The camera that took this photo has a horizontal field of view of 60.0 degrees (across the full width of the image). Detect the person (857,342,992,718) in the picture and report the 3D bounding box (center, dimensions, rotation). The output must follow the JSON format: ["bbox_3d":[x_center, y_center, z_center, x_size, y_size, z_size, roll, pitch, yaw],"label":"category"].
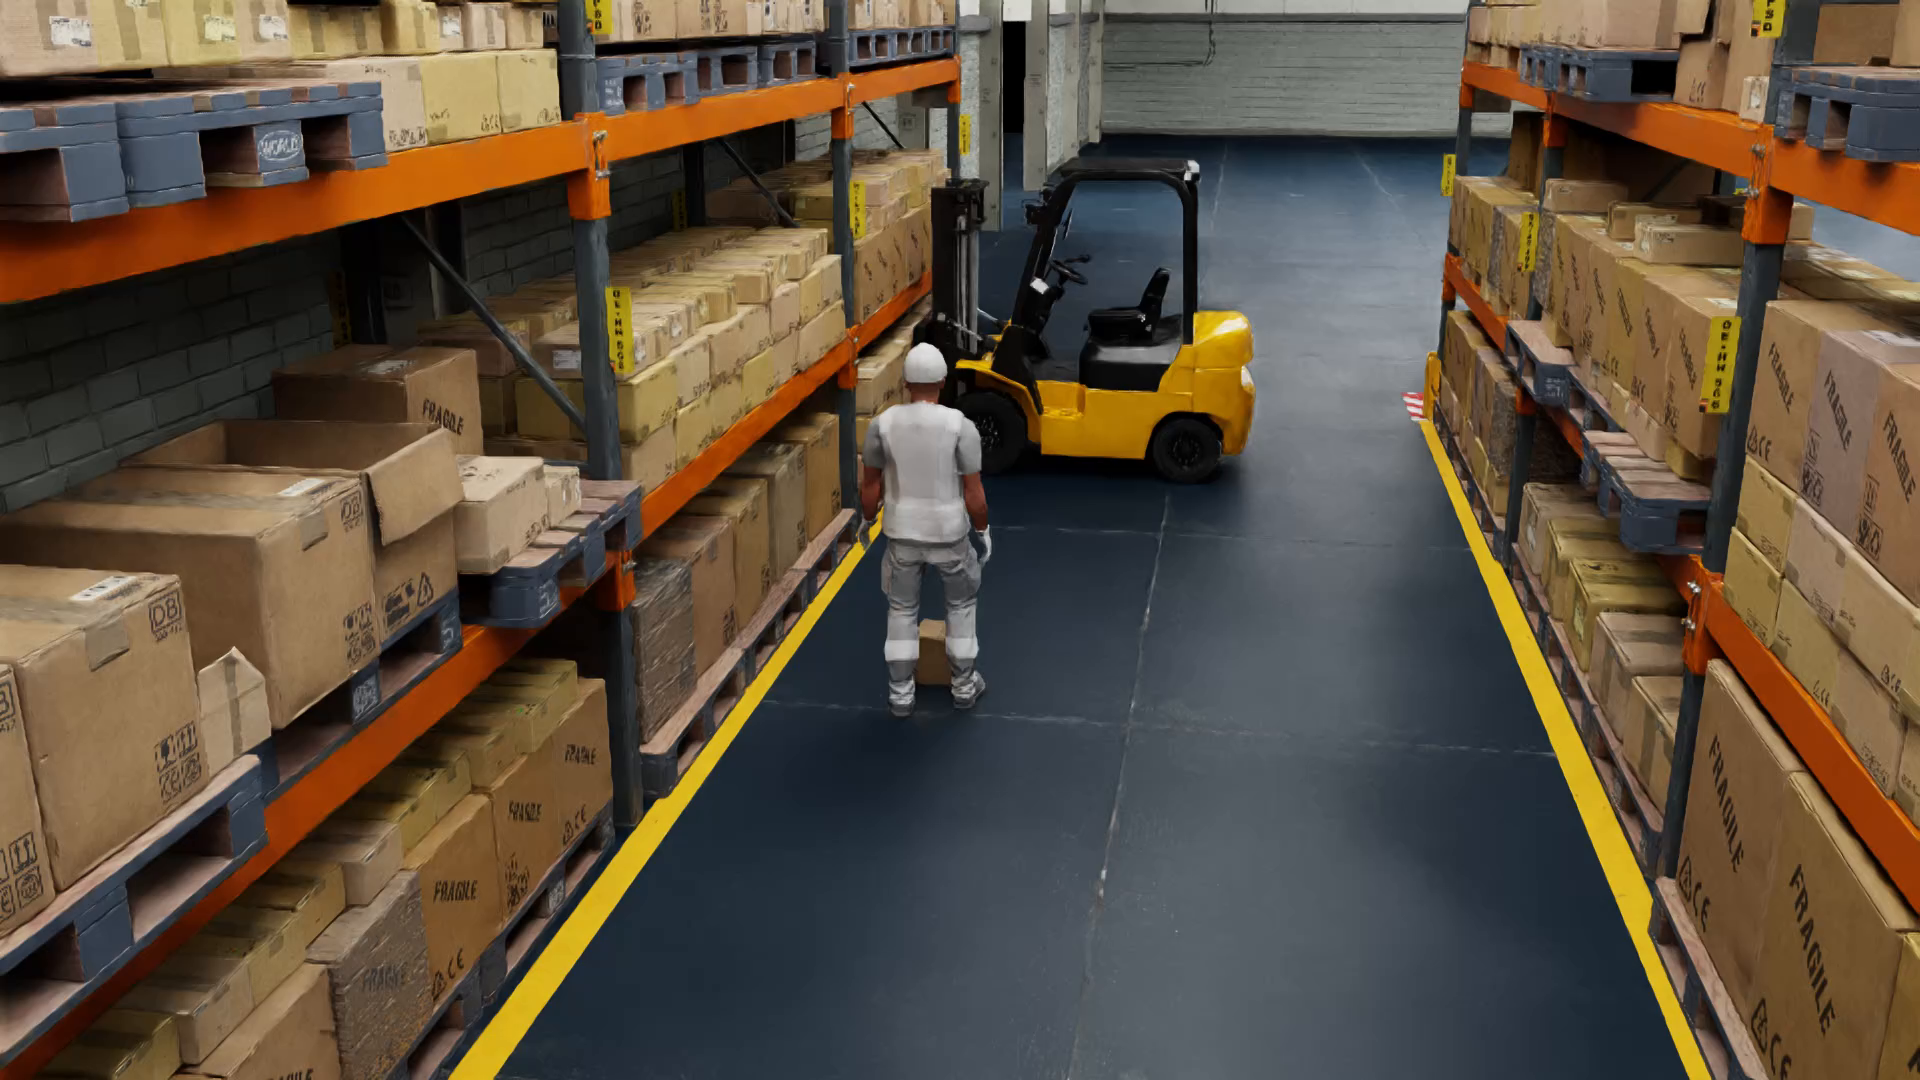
[{"bbox_3d":[-0.160,-0.051,7.720,0.649,1.773,0.484,3,18,10],"label":"person"}]
